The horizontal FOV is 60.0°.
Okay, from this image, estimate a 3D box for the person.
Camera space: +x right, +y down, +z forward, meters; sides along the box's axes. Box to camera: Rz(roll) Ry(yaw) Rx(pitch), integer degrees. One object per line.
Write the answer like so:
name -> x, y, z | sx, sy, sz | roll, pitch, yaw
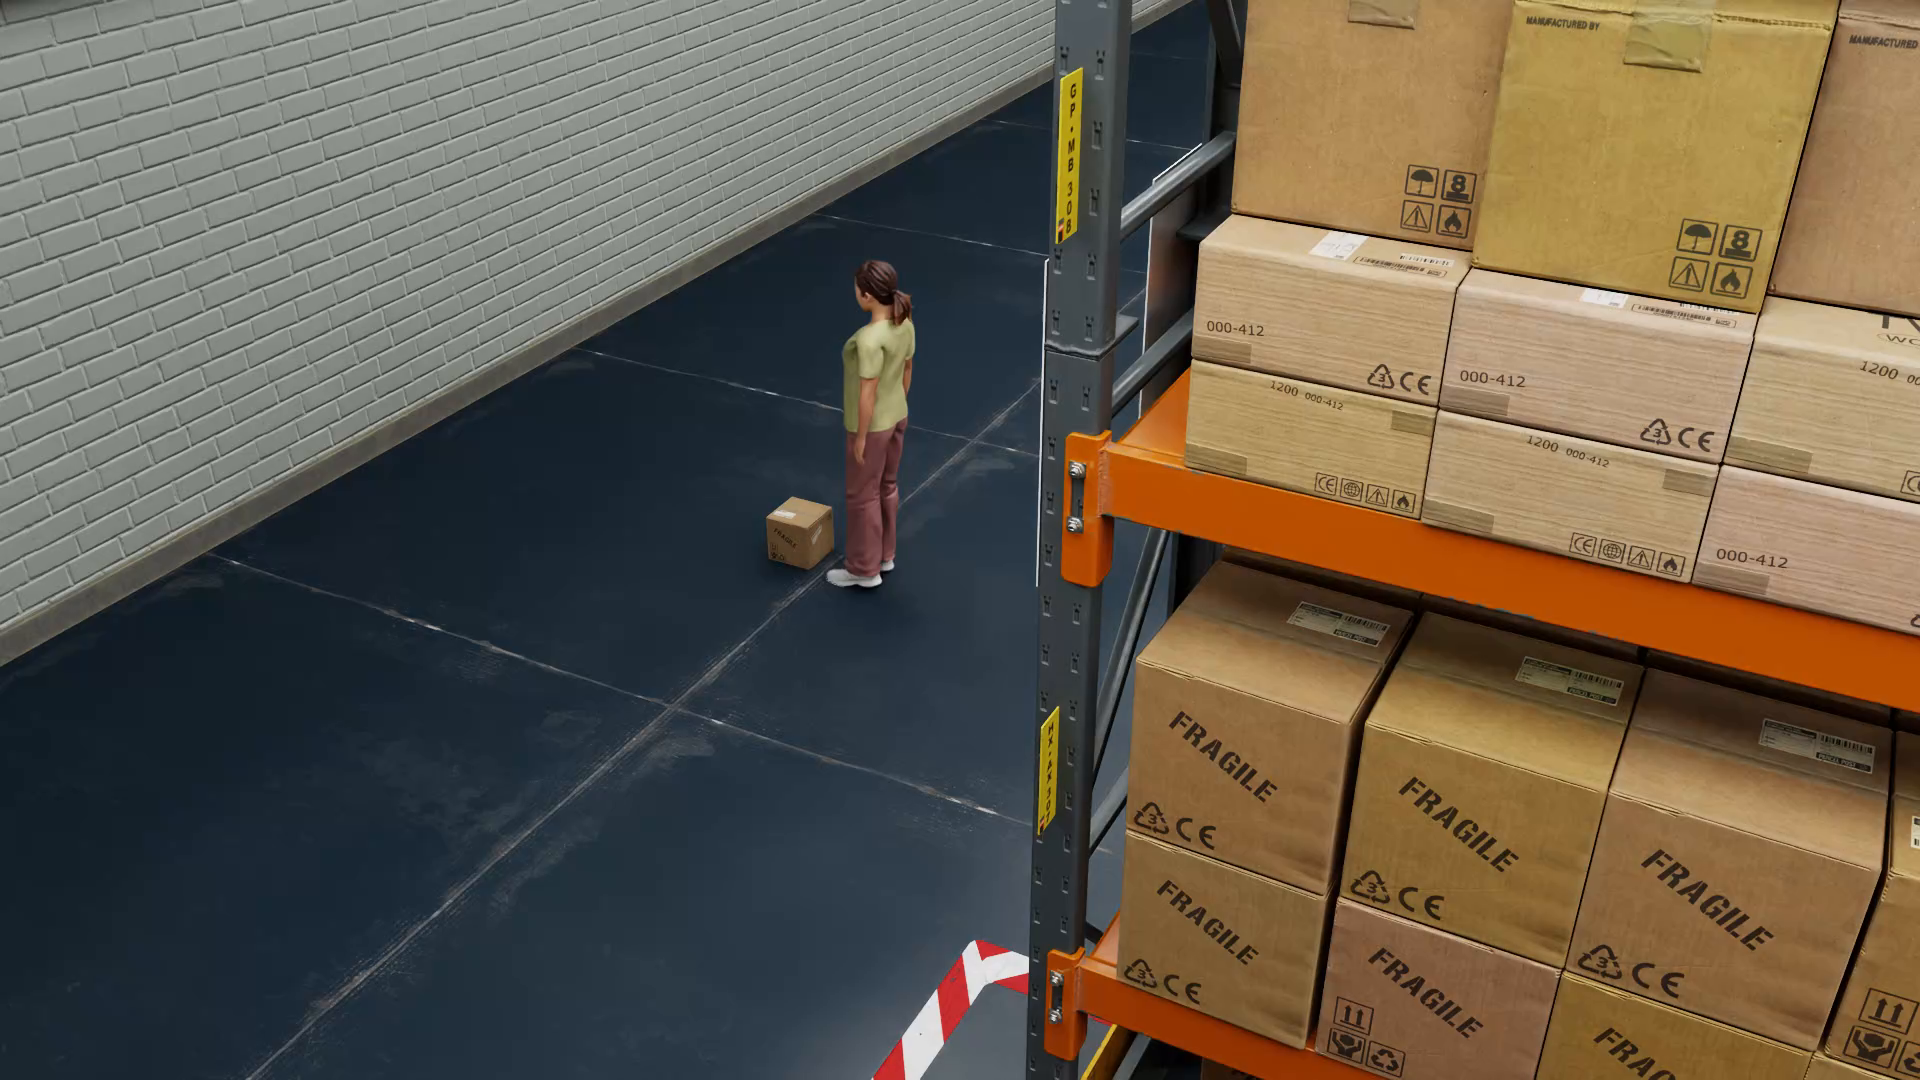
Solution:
person -> -0.429, -0.556, 8.079 | 0.460, 1.704, 0.455 | 15, 33, 24
